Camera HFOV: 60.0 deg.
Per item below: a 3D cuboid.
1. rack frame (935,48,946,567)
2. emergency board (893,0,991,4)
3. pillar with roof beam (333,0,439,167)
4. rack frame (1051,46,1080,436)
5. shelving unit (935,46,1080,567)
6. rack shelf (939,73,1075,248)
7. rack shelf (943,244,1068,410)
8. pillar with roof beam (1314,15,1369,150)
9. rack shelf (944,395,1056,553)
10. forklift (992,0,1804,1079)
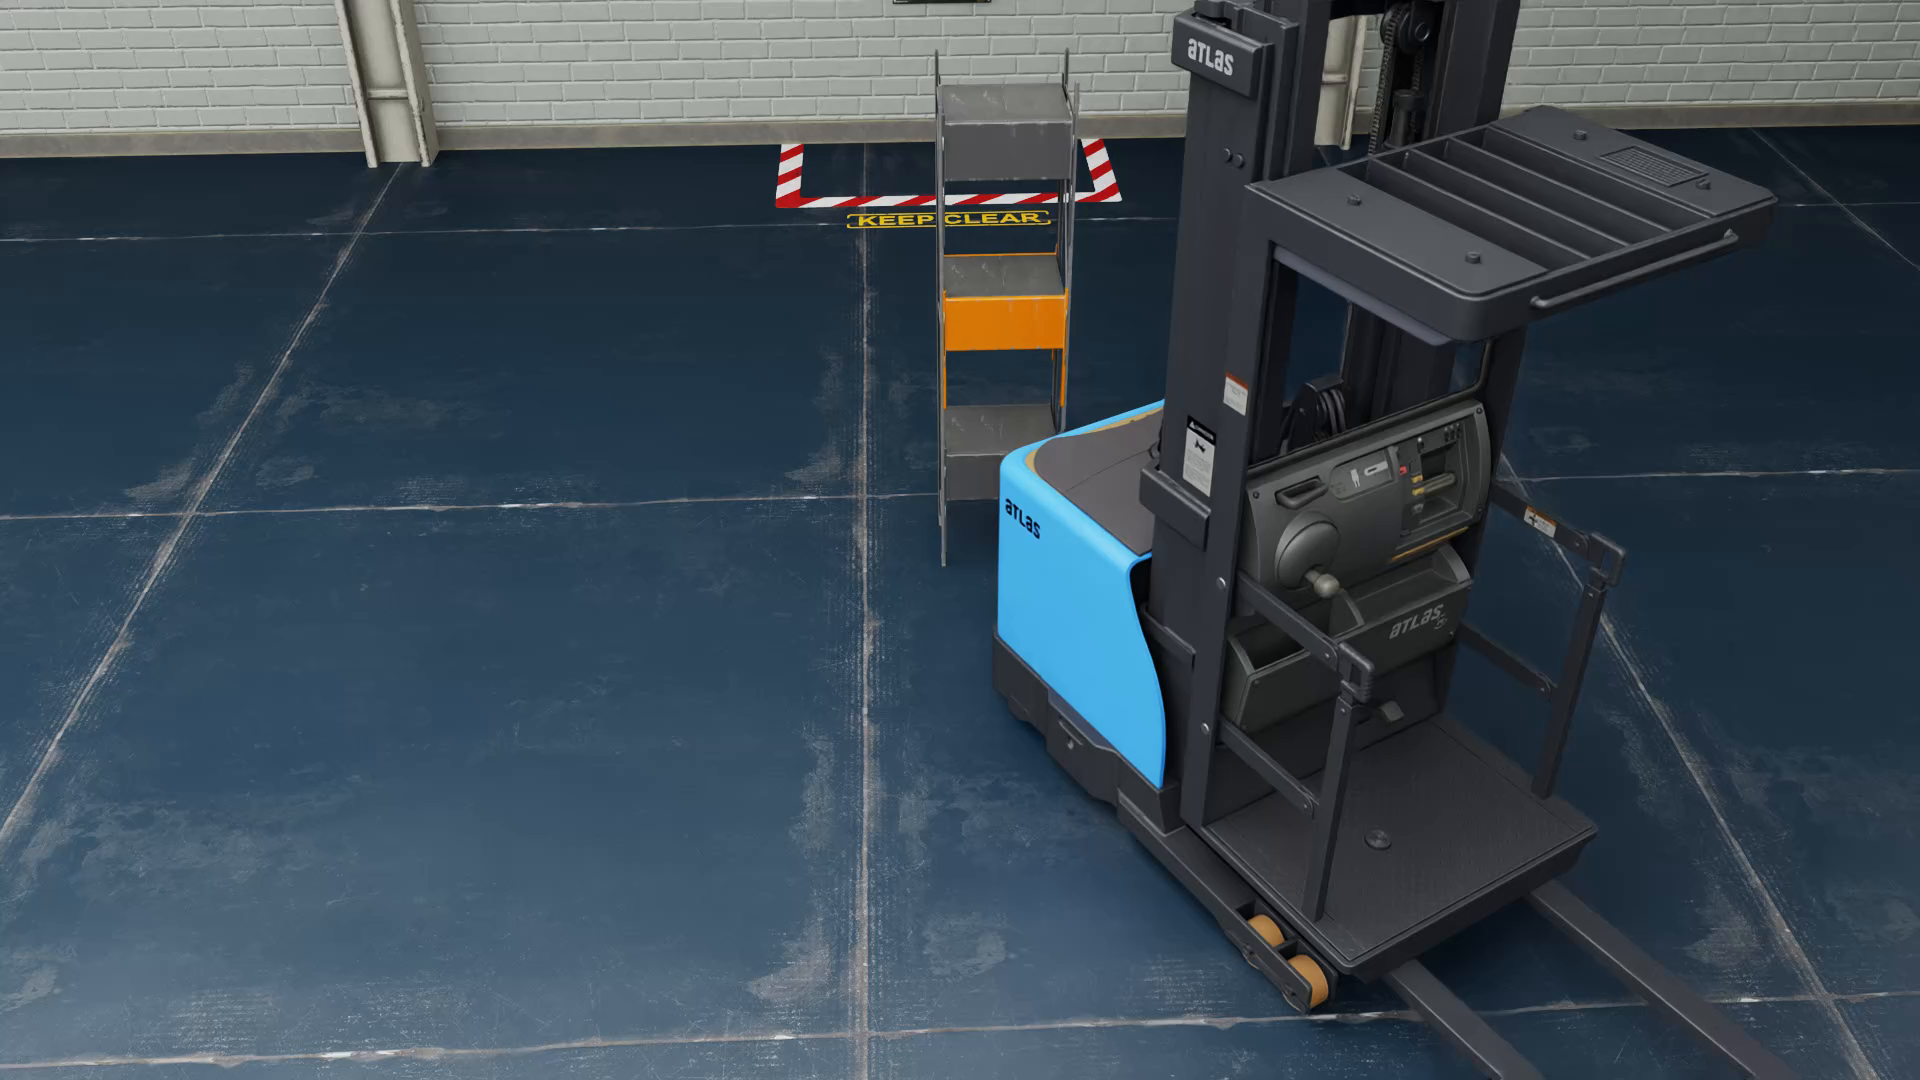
[{"bbox_3d":[-0.078,-0.861,6.649,0.015,2.100,0.400,-2,35,-2],"label":"rack frame"},{"bbox_3d":[-0.112,-3.857,10.187,0.626,1.169,0.157,-2,35,-2],"label":"emergency board"},{"bbox_3d":[-3.422,-3.749,4.760,0.400,9.000,9.100,-2,35,-2],"label":"pillar with roof beam"},{"bbox_3d":[0.409,-0.874,6.668,0.015,2.100,0.400,-2,35,-2],"label":"rack frame"},{"bbox_3d":[0.165,-0.868,6.659,0.503,2.100,0.431,-2,35,-2],"label":"shelving unit"},{"bbox_3d":[0.165,-1.432,6.268,0.480,0.518,0.431,-2,35,-2],"label":"rack shelf"},{"bbox_3d":[0.165,-0.857,6.667,0.480,0.518,0.431,-2,35,-2],"label":"rack shelf"},{"bbox_3d":[2.572,-3.911,4.994,0.400,9.000,9.100,-2,35,-2],"label":"pillar with roof beam"},{"bbox_3d":[0.165,-0.281,7.065,0.480,0.518,0.431,-2,35,-2],"label":"rack shelf"},{"bbox_3d":[1.332,-0.060,4.761,1.130,2.935,3.031,-20,39,-26],"label":"forklift"}]
